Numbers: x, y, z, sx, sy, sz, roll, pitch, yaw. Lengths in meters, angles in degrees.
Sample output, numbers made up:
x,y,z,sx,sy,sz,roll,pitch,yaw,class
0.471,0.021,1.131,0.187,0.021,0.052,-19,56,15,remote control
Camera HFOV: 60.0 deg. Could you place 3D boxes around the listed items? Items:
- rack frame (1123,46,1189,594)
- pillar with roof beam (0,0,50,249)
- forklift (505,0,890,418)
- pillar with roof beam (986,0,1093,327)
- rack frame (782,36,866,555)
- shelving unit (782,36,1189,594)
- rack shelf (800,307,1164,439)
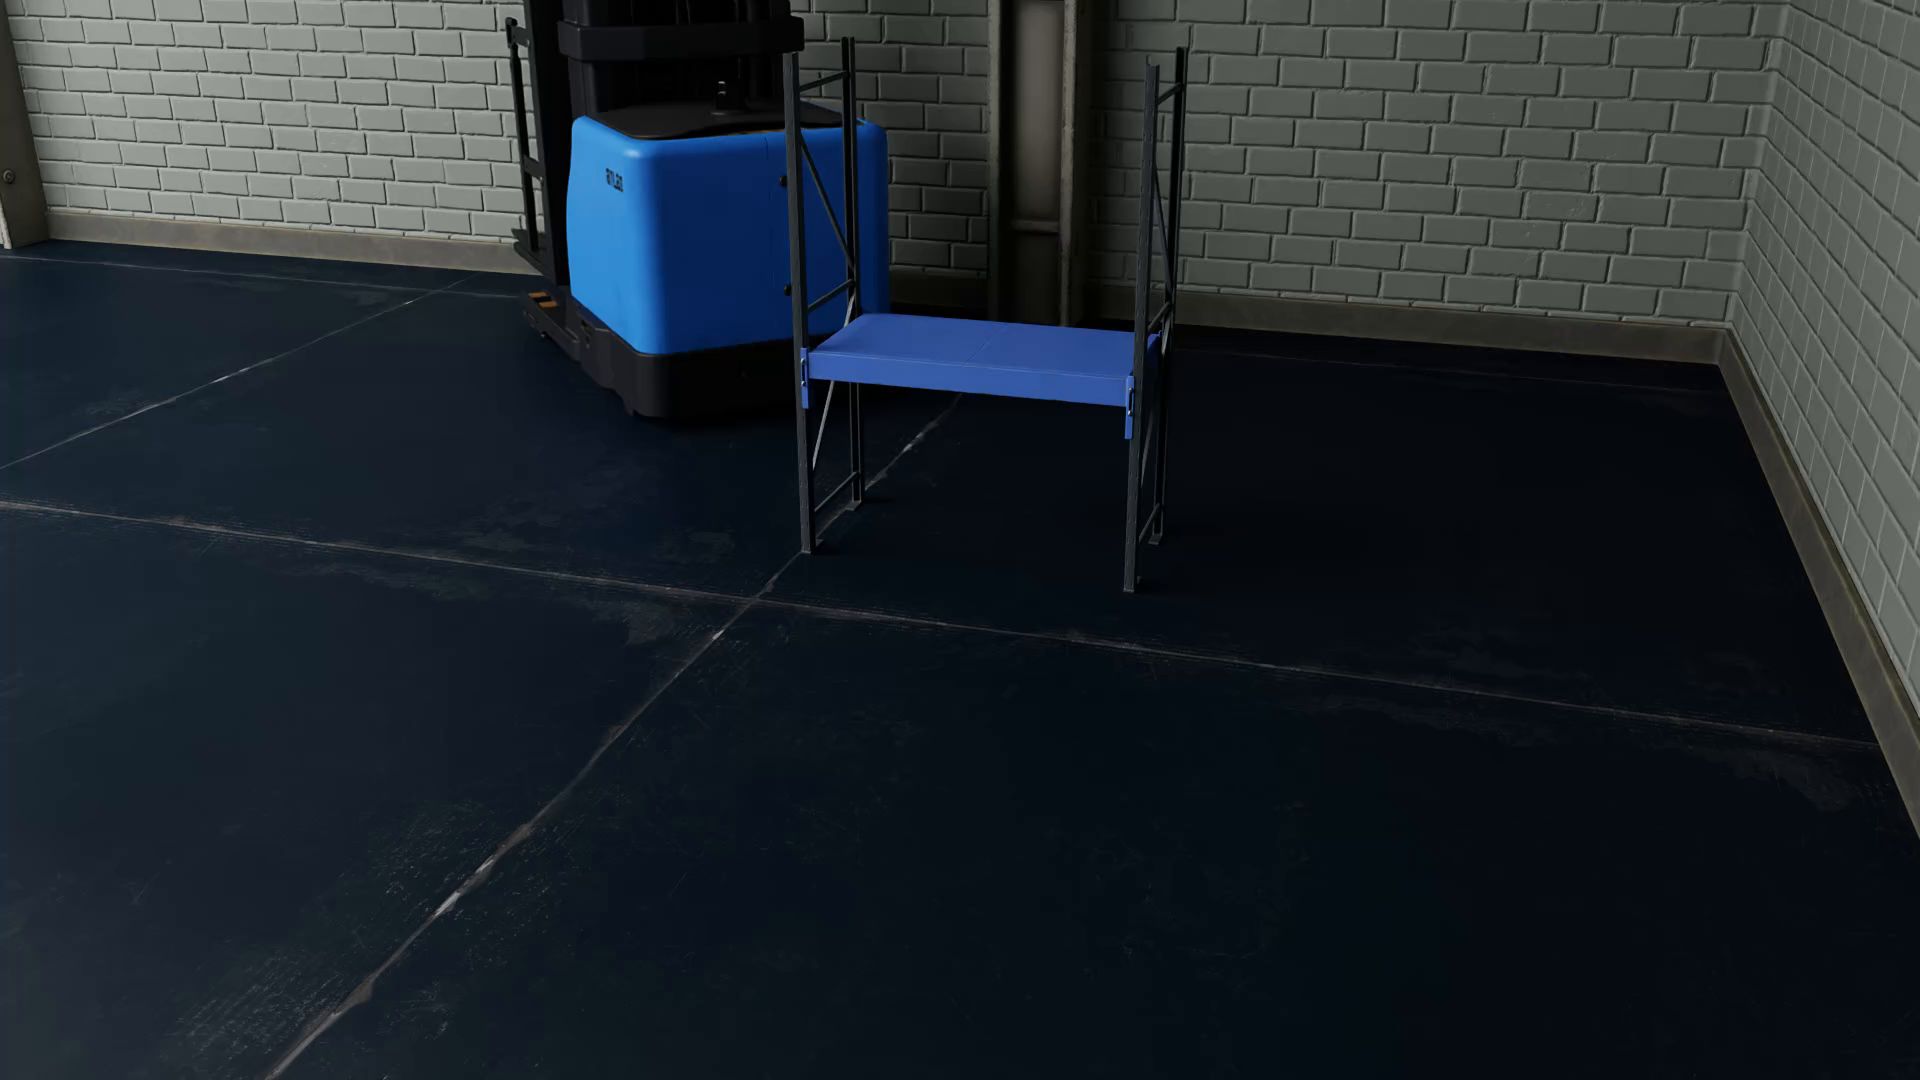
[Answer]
x,y,z,sx,sy,sz,roll,pitch,yaw,class
0.568,-0.629,4.827,0.032,1.500,0.500,7,23,16,rack frame
-6.634,-4.288,3.866,0.400,9.000,9.100,7,23,16,pillar with roof beam
-1.369,-2.332,7.094,1.130,2.935,3.031,-11,25,-24,forklift
-0.889,-3.630,2.263,0.400,9.000,9.100,7,23,16,pillar with roof beam
-0.405,-0.740,5.098,0.032,1.500,0.500,7,23,16,rack frame
0.082,-0.685,4.963,1.048,1.500,0.538,7,23,16,shelving unit
0.082,-0.518,5.031,1.000,0.185,0.538,7,23,16,rack shelf
